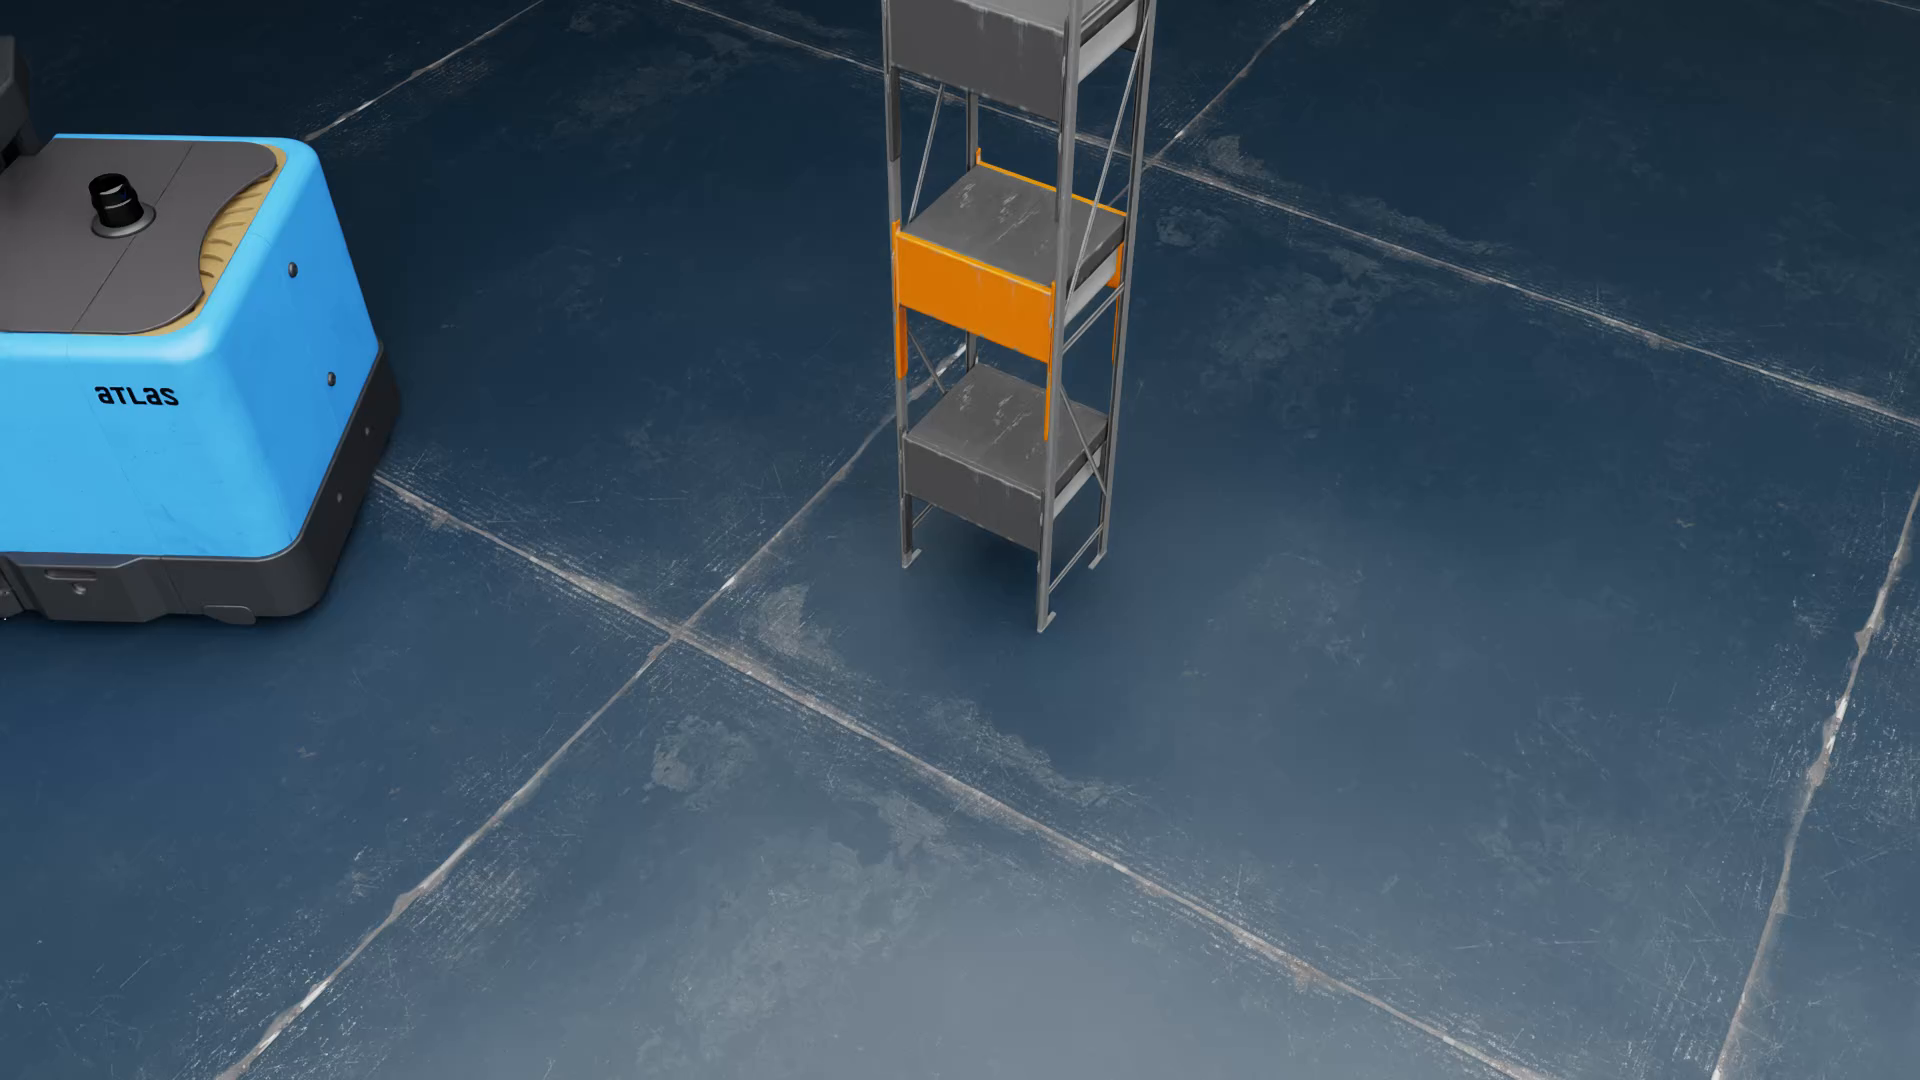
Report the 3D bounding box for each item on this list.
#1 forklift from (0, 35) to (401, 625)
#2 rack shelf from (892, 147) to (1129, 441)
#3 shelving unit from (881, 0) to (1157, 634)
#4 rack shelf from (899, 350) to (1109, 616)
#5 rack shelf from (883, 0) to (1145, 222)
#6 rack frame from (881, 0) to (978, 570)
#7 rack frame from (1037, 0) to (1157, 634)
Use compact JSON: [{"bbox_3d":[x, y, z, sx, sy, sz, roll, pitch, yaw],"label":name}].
[{"bbox_3d":[-3.409,-1.156,4.329,3.031,2.935,1.130,1,46,1],"label":"forklift"},{"bbox_3d":[0.139,-0.658,4.444,0.480,0.518,0.431,25,51,22],"label":"rack shelf"},{"bbox_3d":[0.139,-0.668,4.435,0.503,2.100,0.431,25,51,22],"label":"shelving unit"},{"bbox_3d":[0.139,-0.170,4.946,0.480,0.518,0.431,25,51,22],"label":"rack shelf"},{"bbox_3d":[0.139,-1.146,3.942,0.480,0.518,0.431,25,51,22],"label":"rack shelf"},{"bbox_3d":[-0.066,-0.762,4.526,0.015,2.100,0.400,25,51,22],"label":"rack frame"},{"bbox_3d":[0.345,-0.573,4.343,0.015,2.100,0.400,25,51,22],"label":"rack frame"}]
